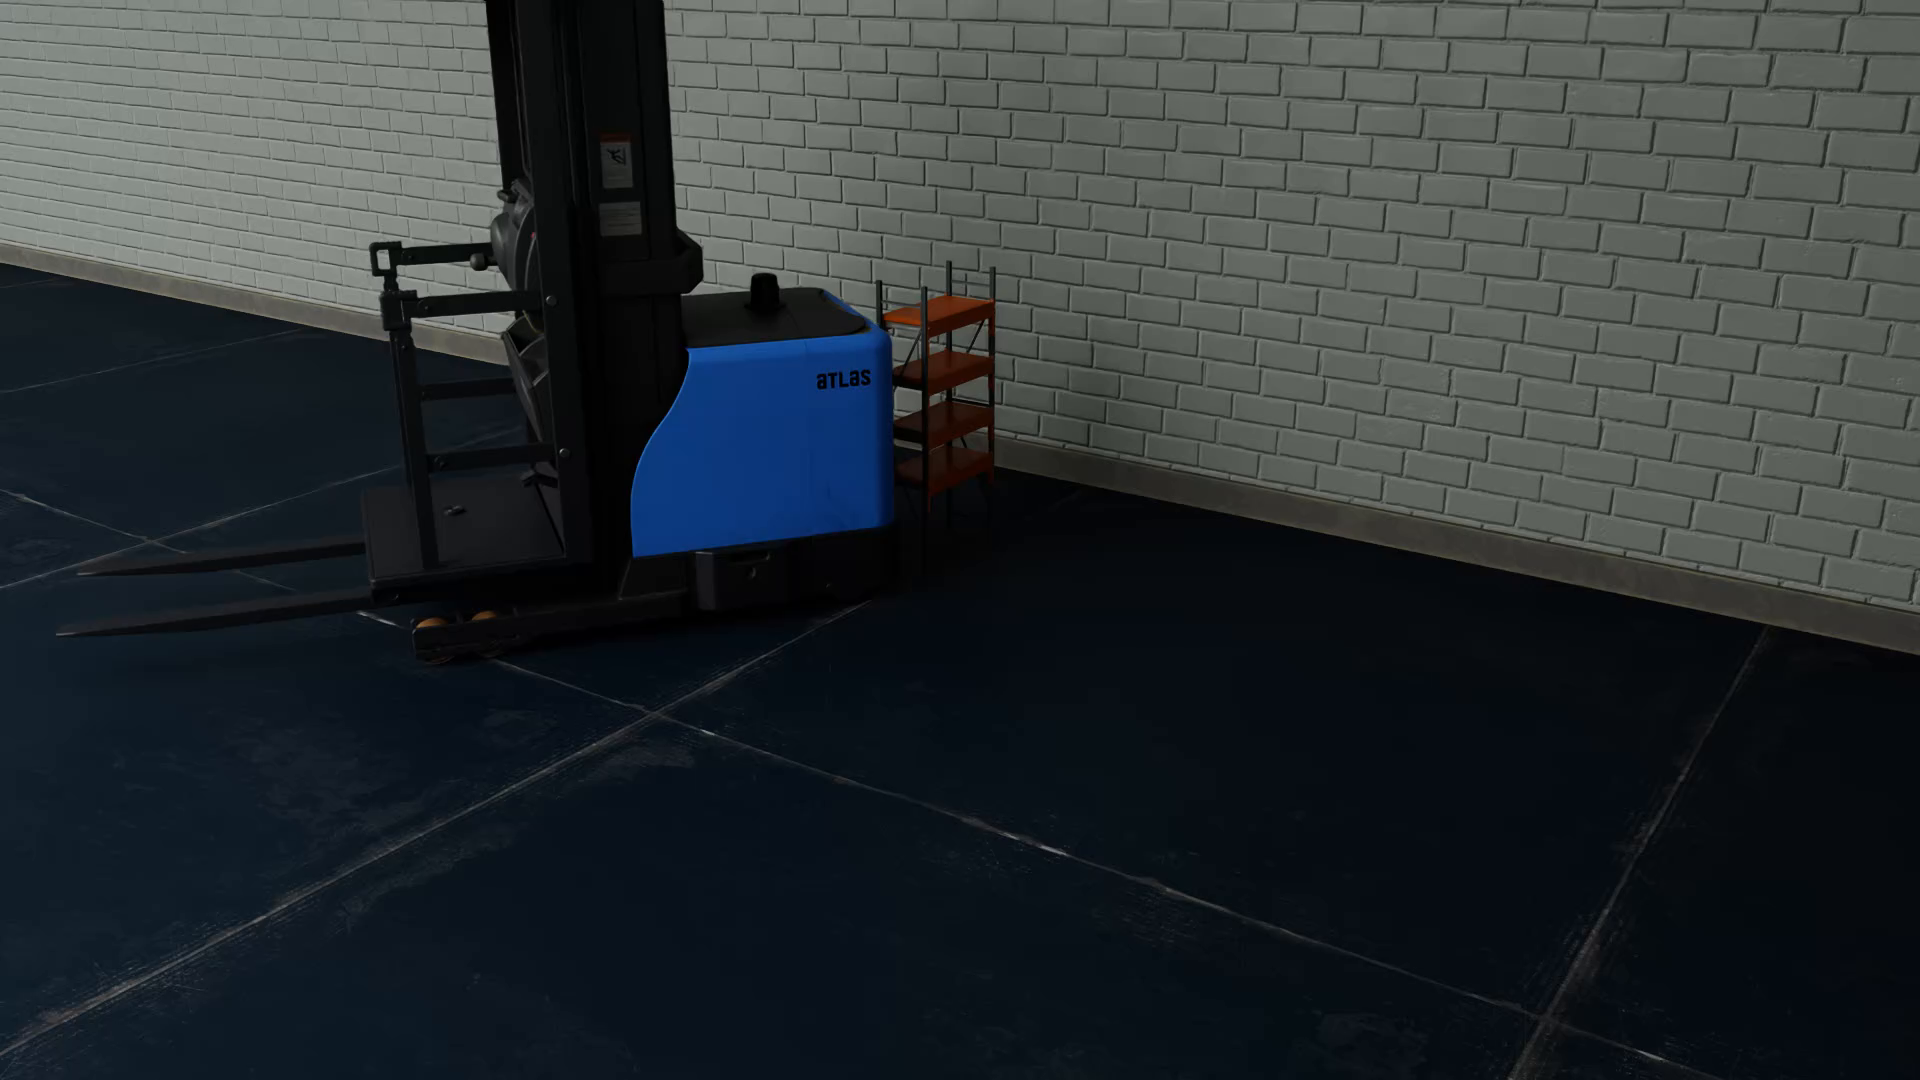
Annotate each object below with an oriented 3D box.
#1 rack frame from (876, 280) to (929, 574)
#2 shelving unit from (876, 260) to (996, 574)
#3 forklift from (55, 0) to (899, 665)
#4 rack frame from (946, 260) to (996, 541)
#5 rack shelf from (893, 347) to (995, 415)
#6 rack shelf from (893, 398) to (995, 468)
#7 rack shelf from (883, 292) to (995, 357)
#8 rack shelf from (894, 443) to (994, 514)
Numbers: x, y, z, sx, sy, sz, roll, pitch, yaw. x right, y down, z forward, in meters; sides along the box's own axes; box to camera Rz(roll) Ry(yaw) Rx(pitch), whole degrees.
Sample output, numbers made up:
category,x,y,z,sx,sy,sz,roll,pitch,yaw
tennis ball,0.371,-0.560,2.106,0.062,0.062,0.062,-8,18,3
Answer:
category,x,y,z,sx,sy,sz,roll,pitch,yaw
rack frame,-0.230,-0.445,6.739,0.240,1.200,0.015,13,24,32
shelving unit,-0.093,-0.515,6.928,0.258,1.200,0.503,13,24,32
forklift,-1.817,-1.128,6.091,3.031,2.935,1.130,-7,22,-19
rack frame,0.044,-0.585,7.118,0.240,1.200,0.015,13,24,32
rack shelf,-0.093,-0.662,6.874,0.258,0.148,0.480,13,24,32
rack shelf,-0.093,-0.452,6.952,0.258,0.148,0.480,13,24,32
rack shelf,-0.093,-0.884,6.792,0.258,0.148,0.480,13,24,32
rack shelf,-0.093,-0.266,7.021,0.258,0.148,0.480,13,24,32
